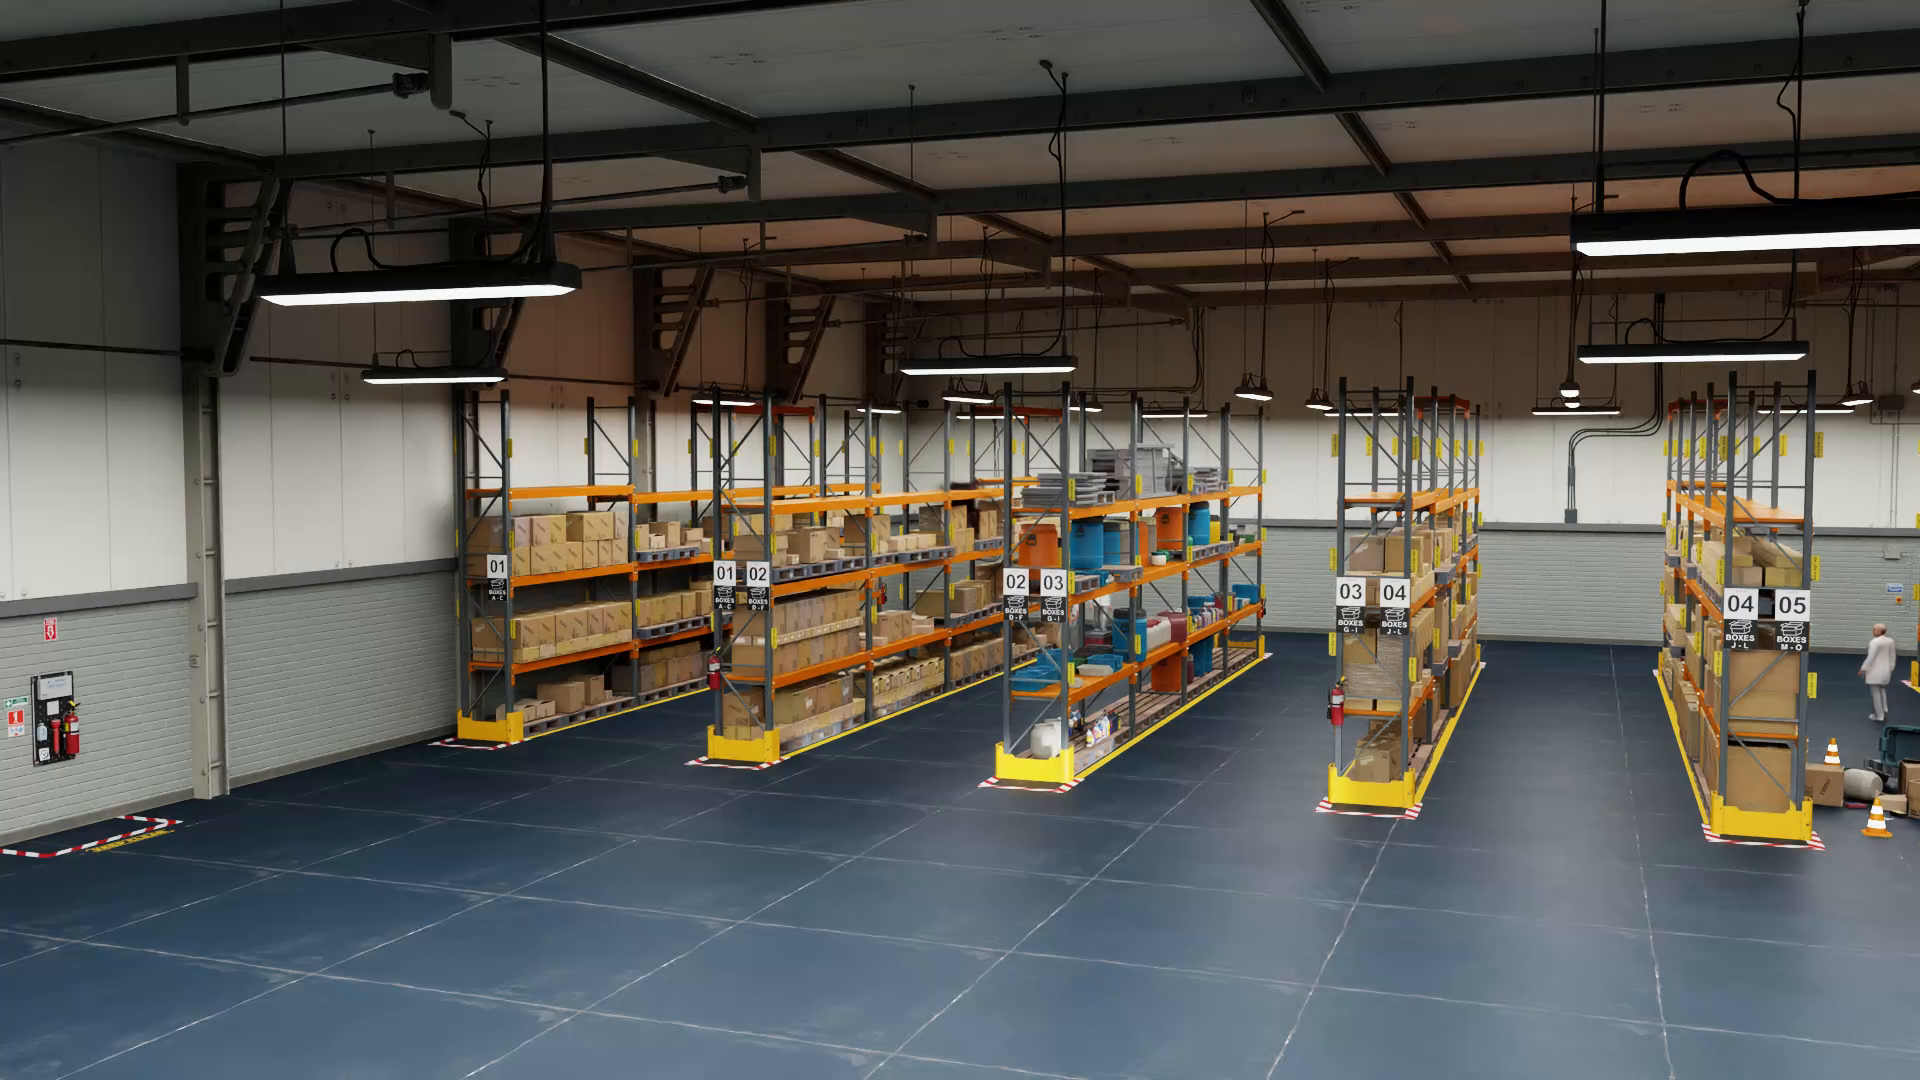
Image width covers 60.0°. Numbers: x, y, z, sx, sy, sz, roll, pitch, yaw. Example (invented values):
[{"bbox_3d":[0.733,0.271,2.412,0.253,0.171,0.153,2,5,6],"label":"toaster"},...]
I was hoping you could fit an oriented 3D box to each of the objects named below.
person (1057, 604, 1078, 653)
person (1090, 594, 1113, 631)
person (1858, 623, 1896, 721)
[{"bbox_3d":[2.473,1.946,37.631,0.577,1.775,0.986,1,3,20],"label":"person"},{"bbox_3d":[3.736,1.720,43.950,0.598,1.733,0.953,0,3,6],"label":"person"},{"bbox_3d":[16.835,2.434,30.464,0.632,1.821,0.551,0,3,3],"label":"person"}]
